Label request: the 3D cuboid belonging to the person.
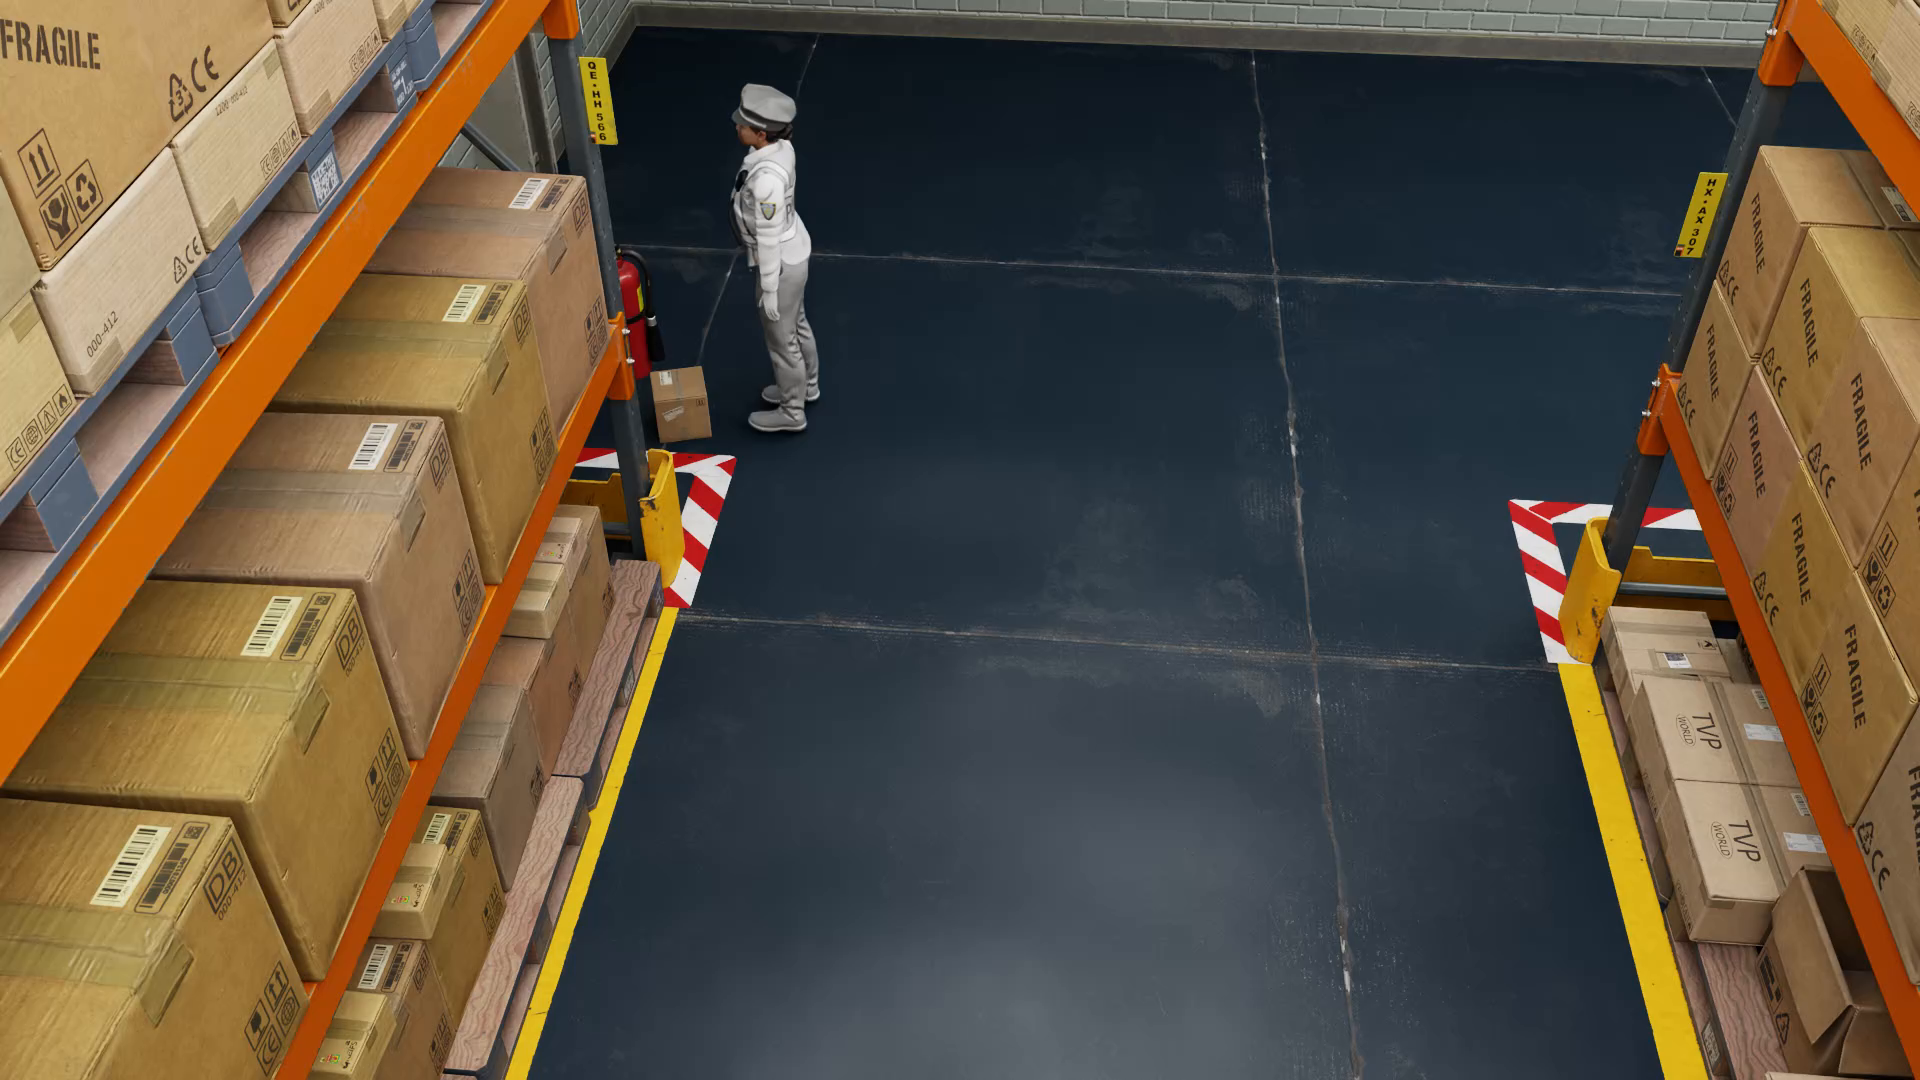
[{"bbox_3d":[-0.854,-1.268,7.599,0.354,1.695,0.534,-2,40,-2],"label":"person"}]
